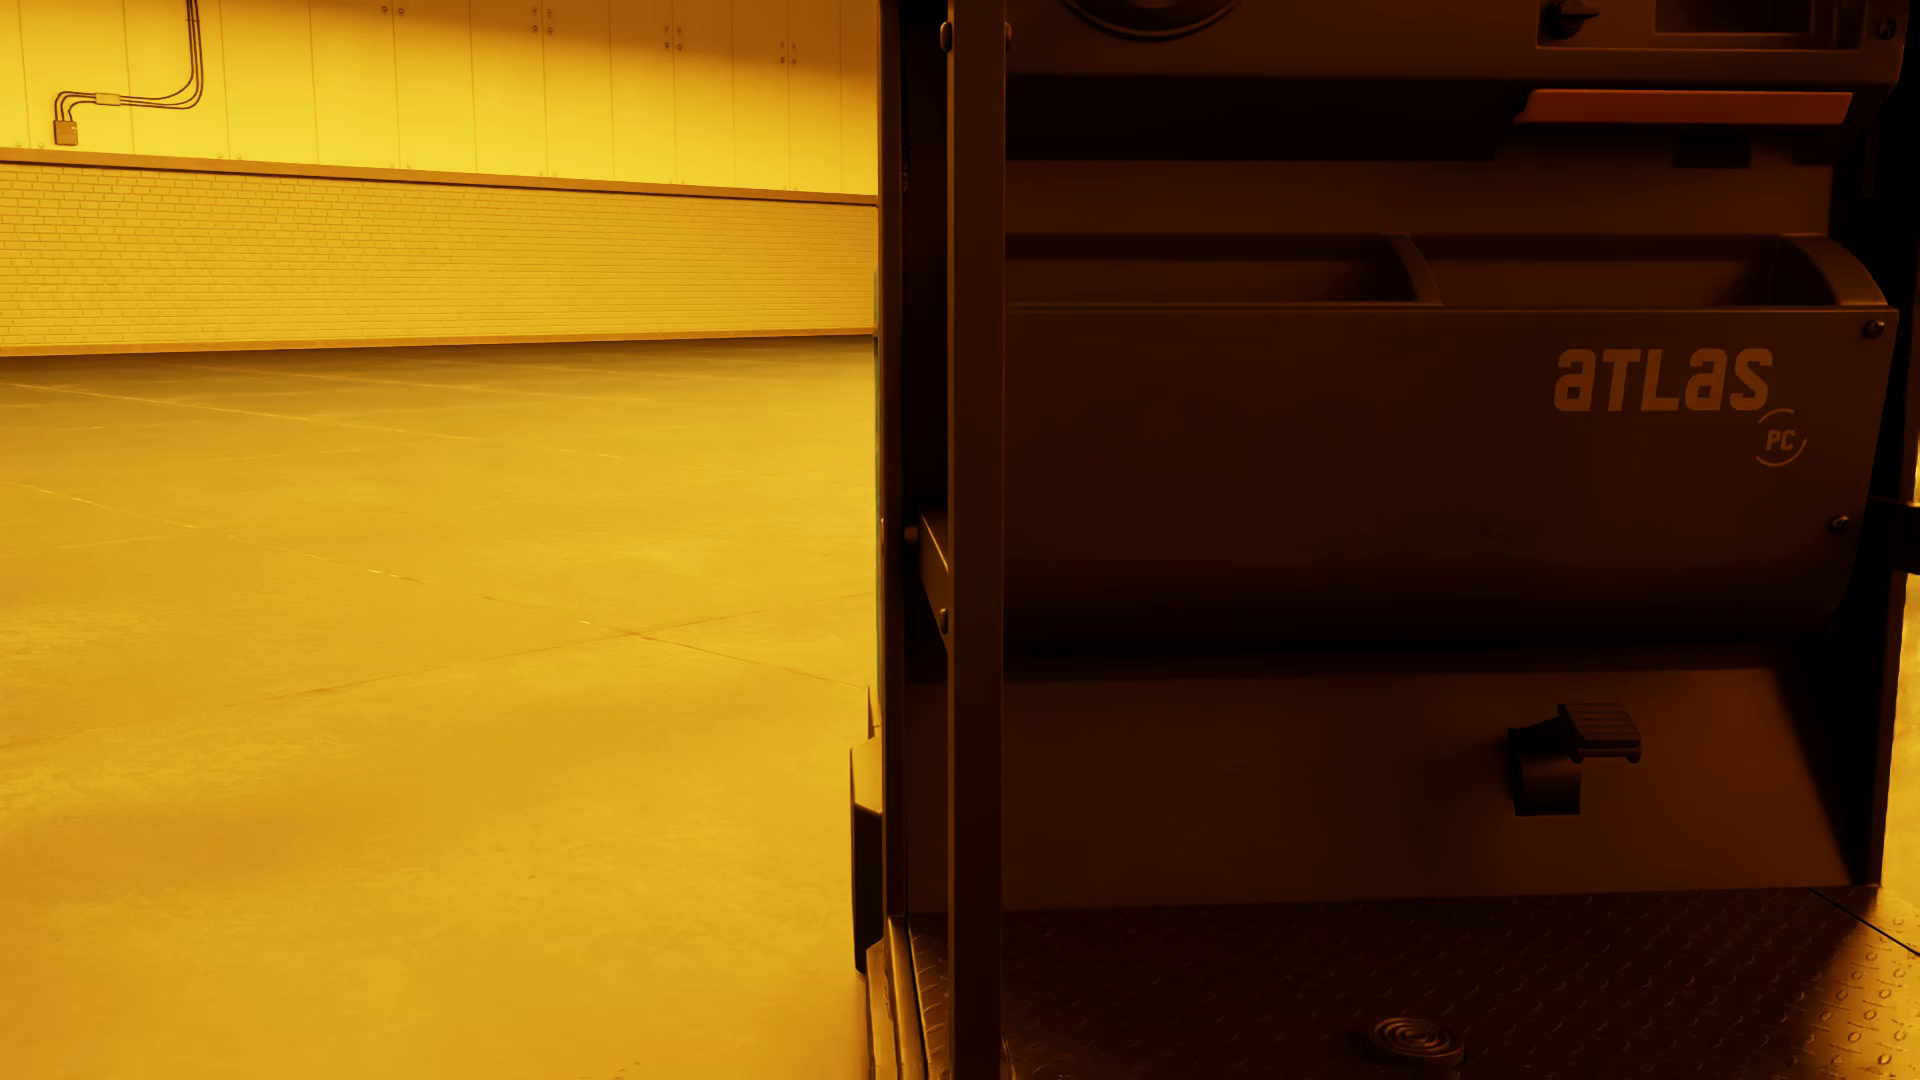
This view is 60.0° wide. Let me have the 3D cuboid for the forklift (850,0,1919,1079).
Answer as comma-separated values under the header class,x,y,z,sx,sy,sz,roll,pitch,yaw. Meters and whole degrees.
class,x,y,z,sx,sy,sz,roll,pitch,yaw
forklift,0.480,-0.682,1.400,1.130,2.935,3.031,-1,9,-5
